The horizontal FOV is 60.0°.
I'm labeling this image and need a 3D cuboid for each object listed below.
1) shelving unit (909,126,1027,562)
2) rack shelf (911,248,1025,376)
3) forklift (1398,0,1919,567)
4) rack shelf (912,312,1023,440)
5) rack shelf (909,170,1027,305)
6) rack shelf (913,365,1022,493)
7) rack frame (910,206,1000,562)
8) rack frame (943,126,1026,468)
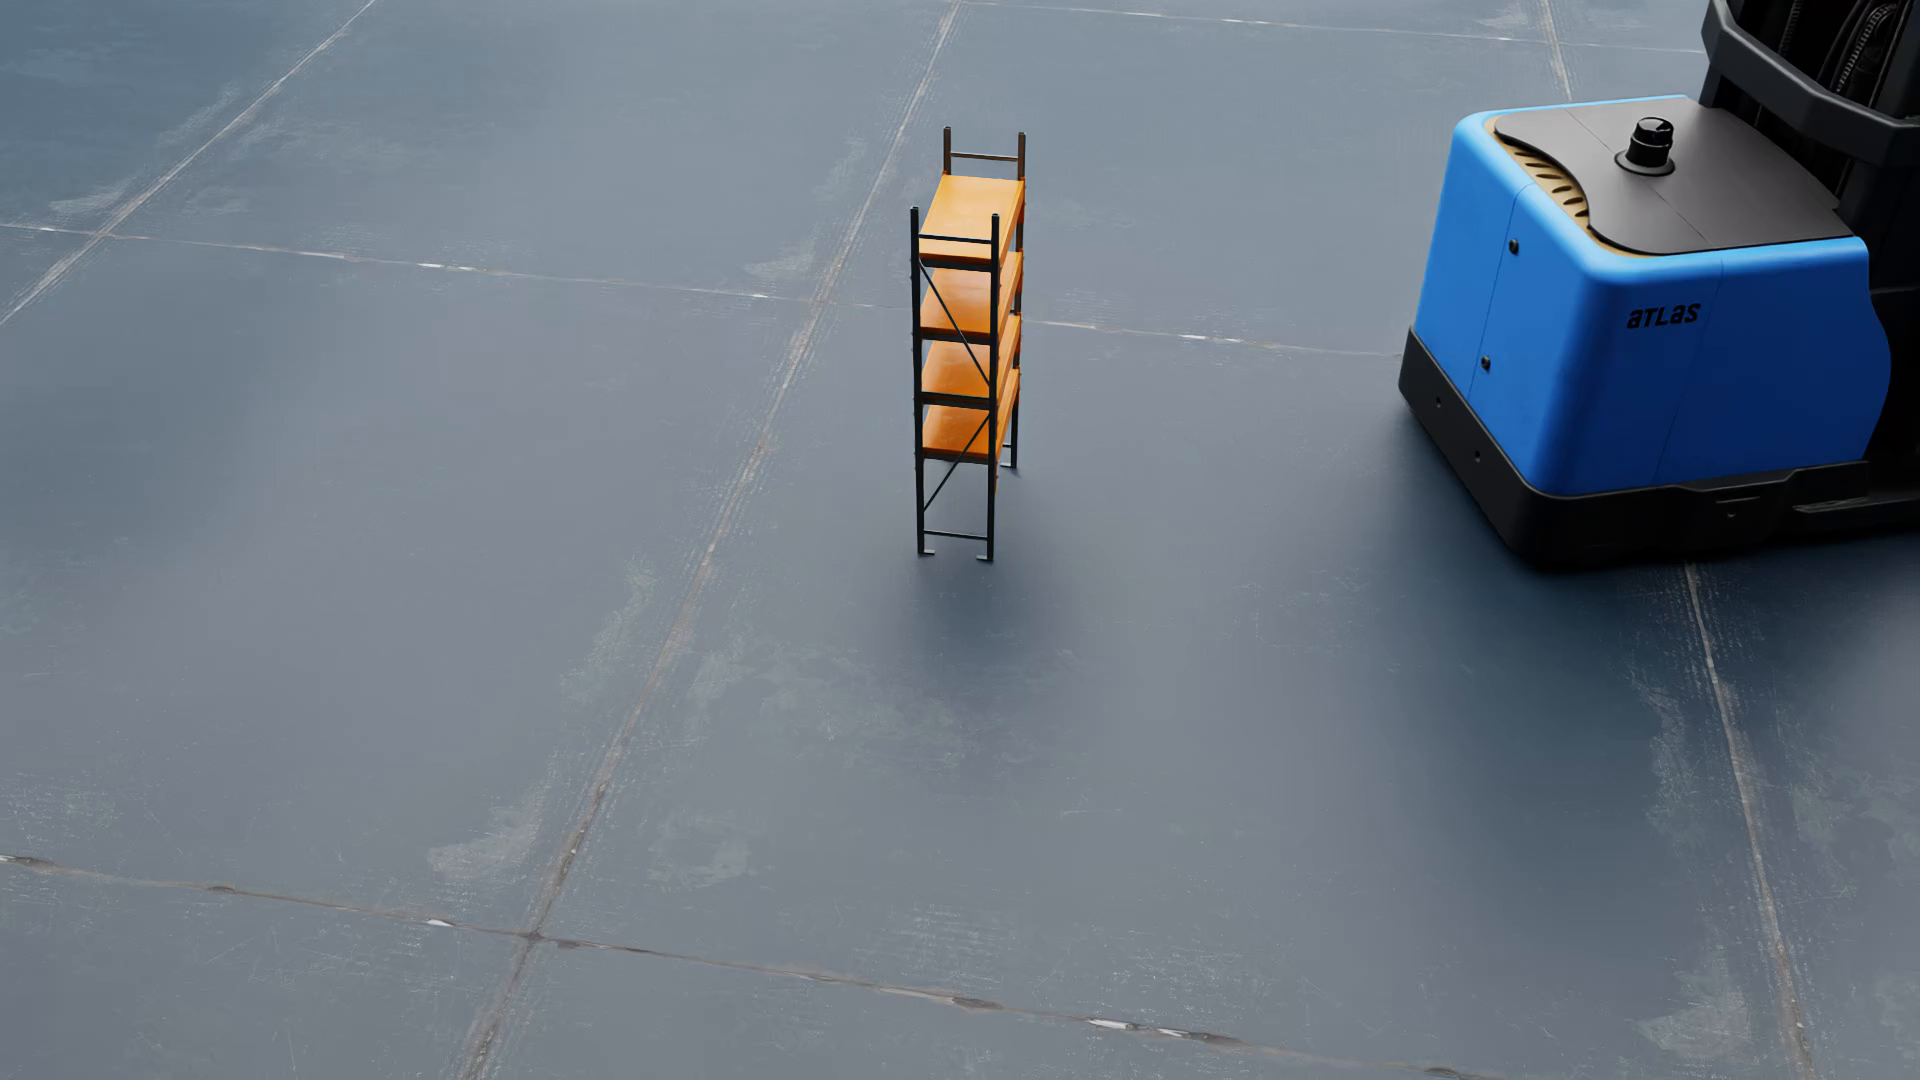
[{"bbox_3d":[0.029,-0.566,4.993,0.258,1.200,0.503,6,40,8],"label":"shelving unit"},{"bbox_3d":[0.029,-0.687,4.894,0.258,0.148,0.480,6,40,8],"label":"rack shelf"},{"bbox_3d":[3.090,-1.509,4.774,3.031,2.935,1.130,-7,40,-8],"label":"forklift"},{"bbox_3d":[0.029,-0.514,5.036,0.258,0.148,0.480,6,40,8],"label":"rack shelf"},{"bbox_3d":[0.029,-0.869,4.743,0.258,0.148,0.480,6,40,8],"label":"rack shelf"},{"bbox_3d":[0.029,-0.361,5.163,0.258,0.148,0.480,6,40,8],"label":"rack shelf"},{"bbox_3d":[-0.014,-0.413,4.808,0.240,1.200,0.015,6,40,8],"label":"rack frame"},{"bbox_3d":[0.071,-0.719,5.179,0.240,1.200,0.015,6,40,8],"label":"rack frame"}]
